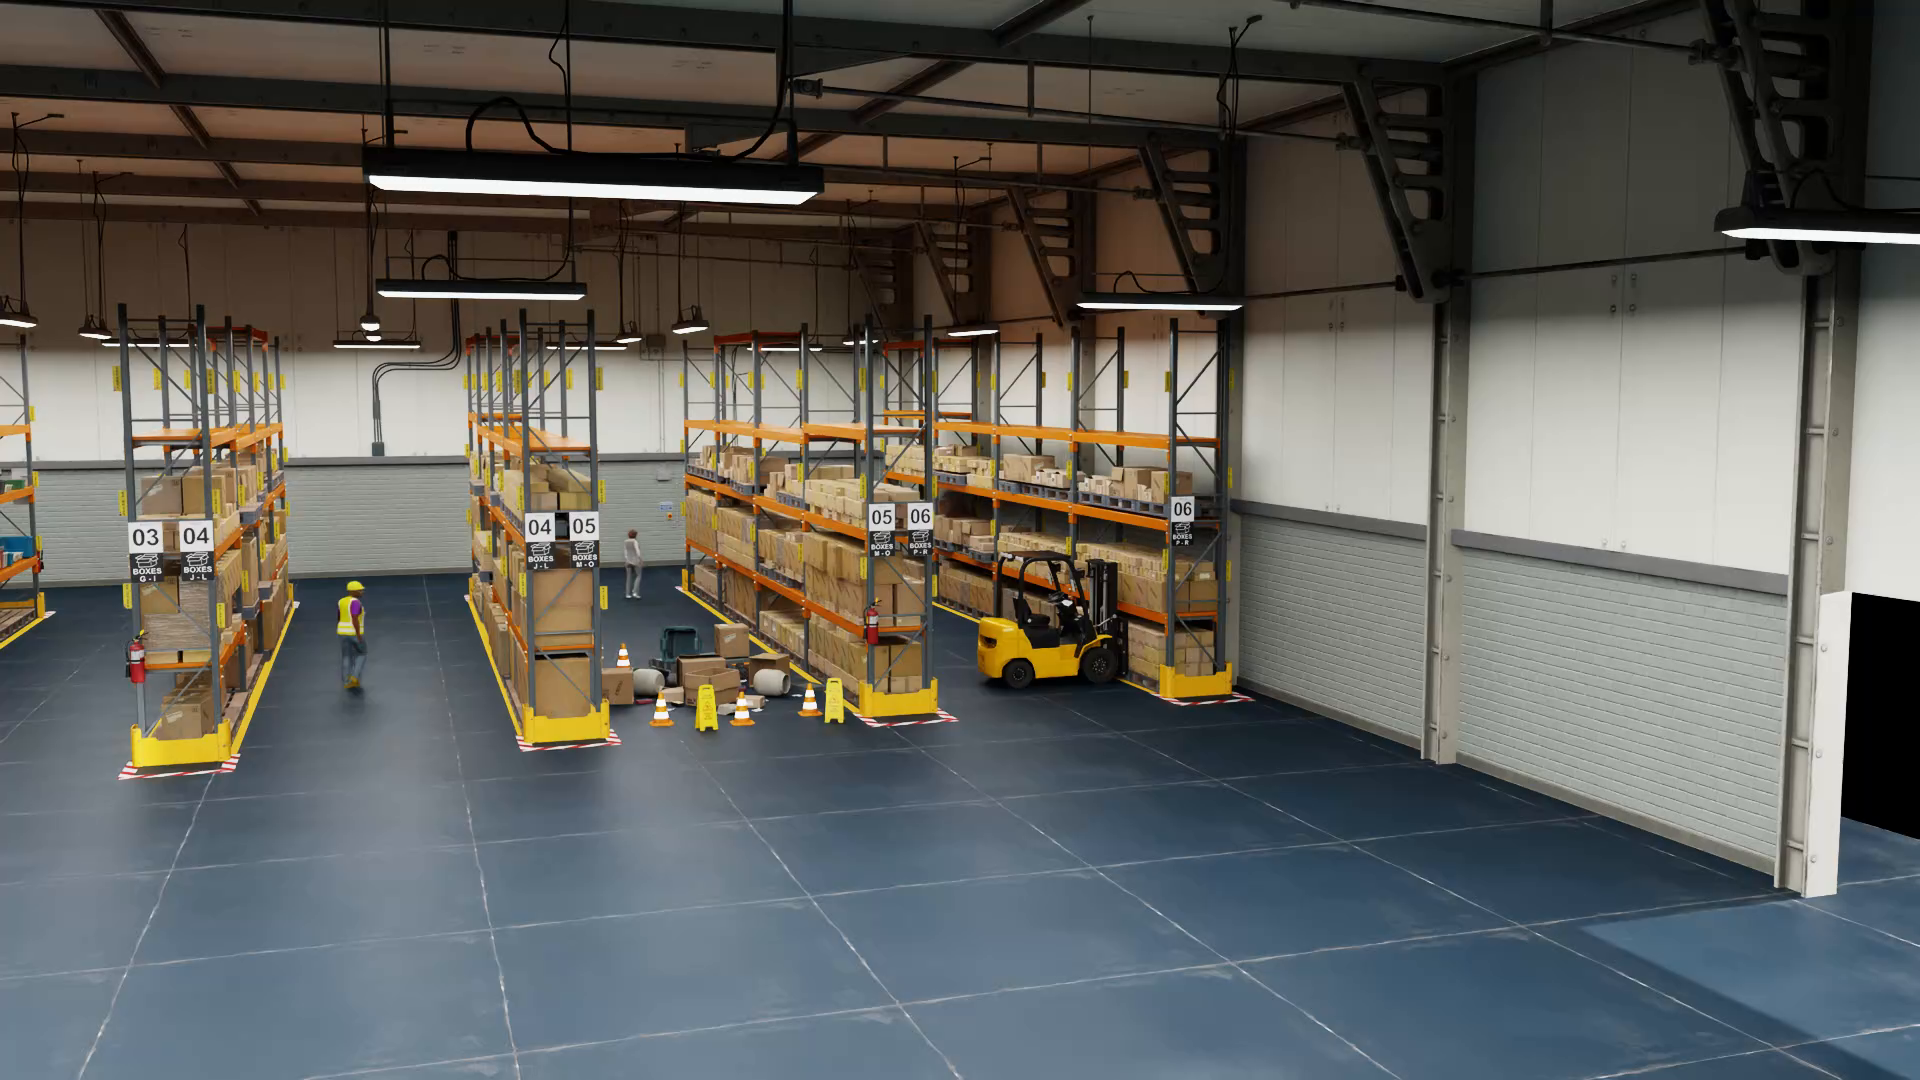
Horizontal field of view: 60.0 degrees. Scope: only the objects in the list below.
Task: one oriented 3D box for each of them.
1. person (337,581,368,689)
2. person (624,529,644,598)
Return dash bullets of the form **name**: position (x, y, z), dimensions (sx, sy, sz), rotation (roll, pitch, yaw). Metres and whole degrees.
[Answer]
- **person**: position (-9.999, 1.584, 27.384), dimensions (0.578, 1.814, 0.647), rotation (1, 5, 8)
- **person**: position (-7.555, 0.553, 38.420), dimensions (0.455, 1.608, 0.340), rotation (3, 6, 30)
